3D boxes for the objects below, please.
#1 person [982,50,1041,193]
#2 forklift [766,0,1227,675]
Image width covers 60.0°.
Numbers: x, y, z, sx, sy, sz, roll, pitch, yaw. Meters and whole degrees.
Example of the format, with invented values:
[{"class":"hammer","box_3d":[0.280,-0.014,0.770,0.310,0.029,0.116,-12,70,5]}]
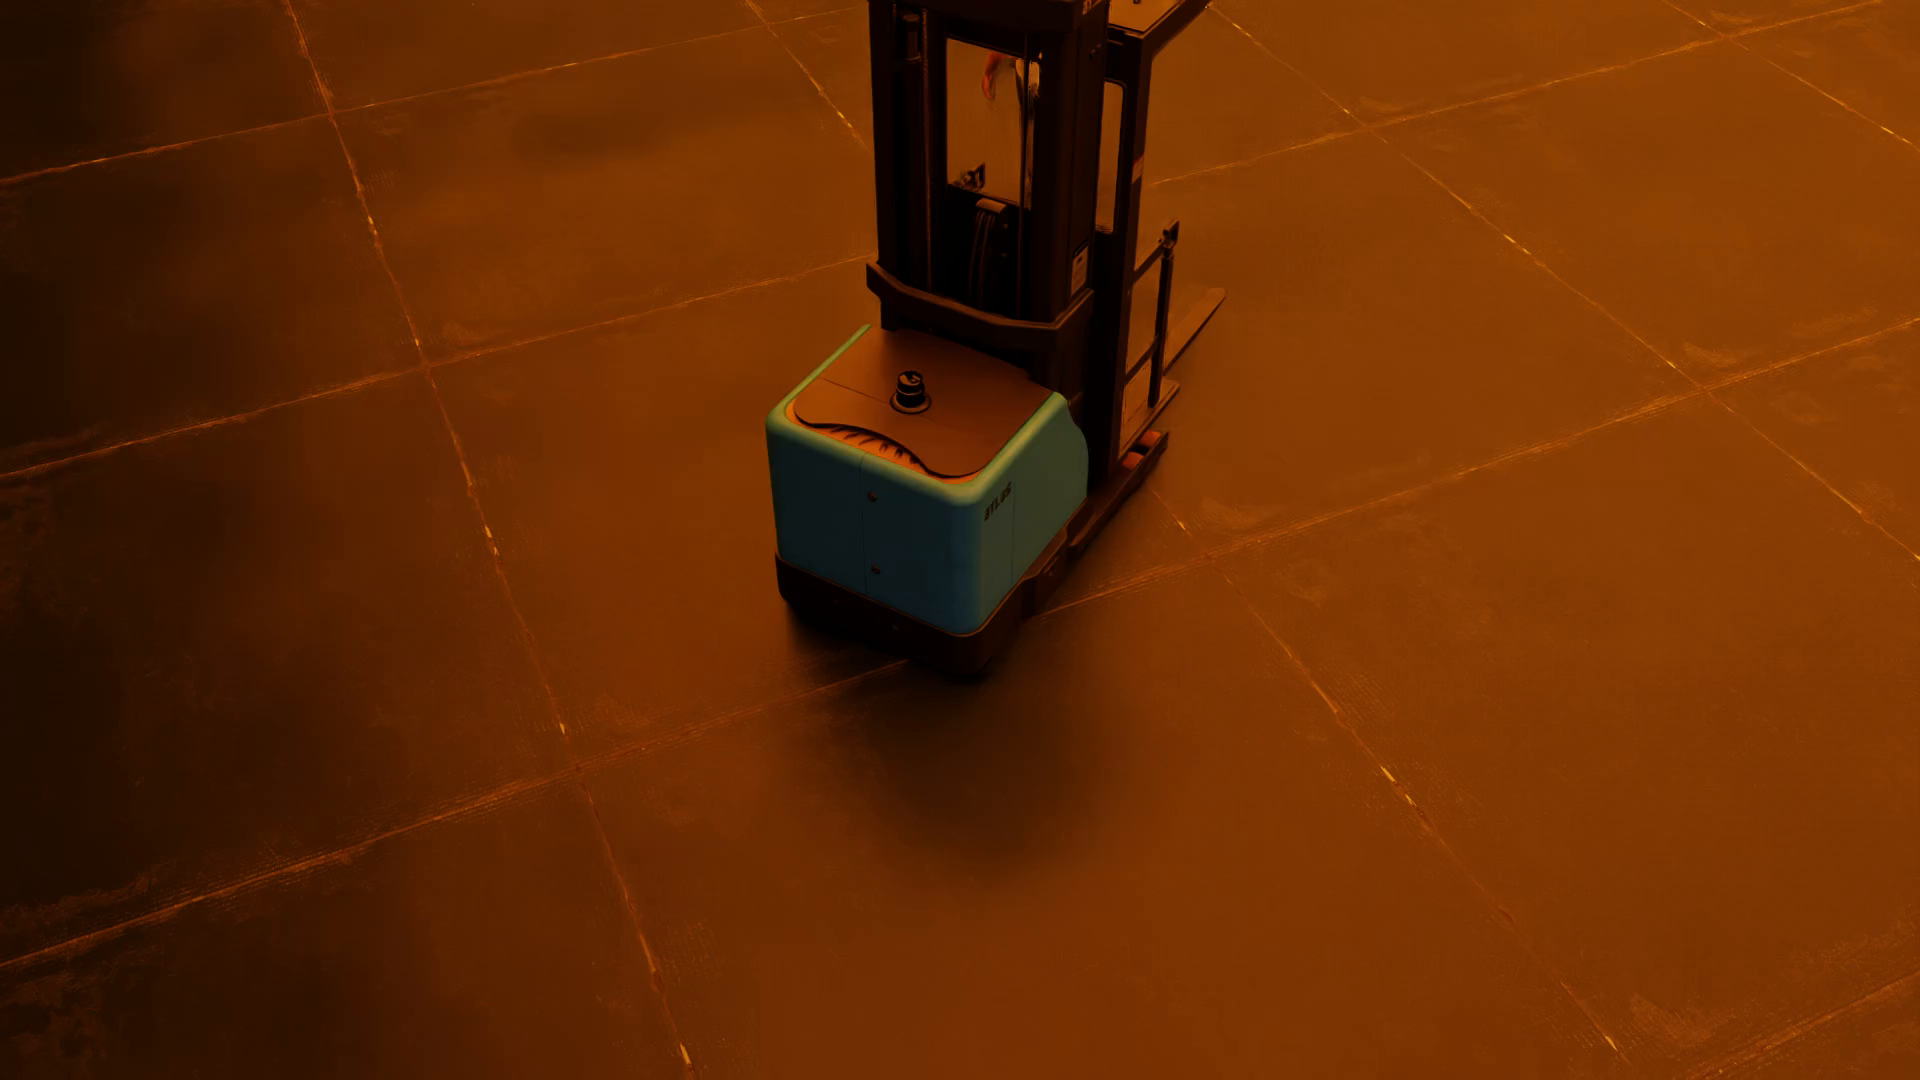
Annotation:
[{"class":"person","box_3d":[0.496,-2.724,9.509,0.728,1.700,0.585,2,43,2]},{"class":"forklift","box_3d":[0.372,-1.484,7.270,1.130,2.935,3.031,22,47,22]}]
